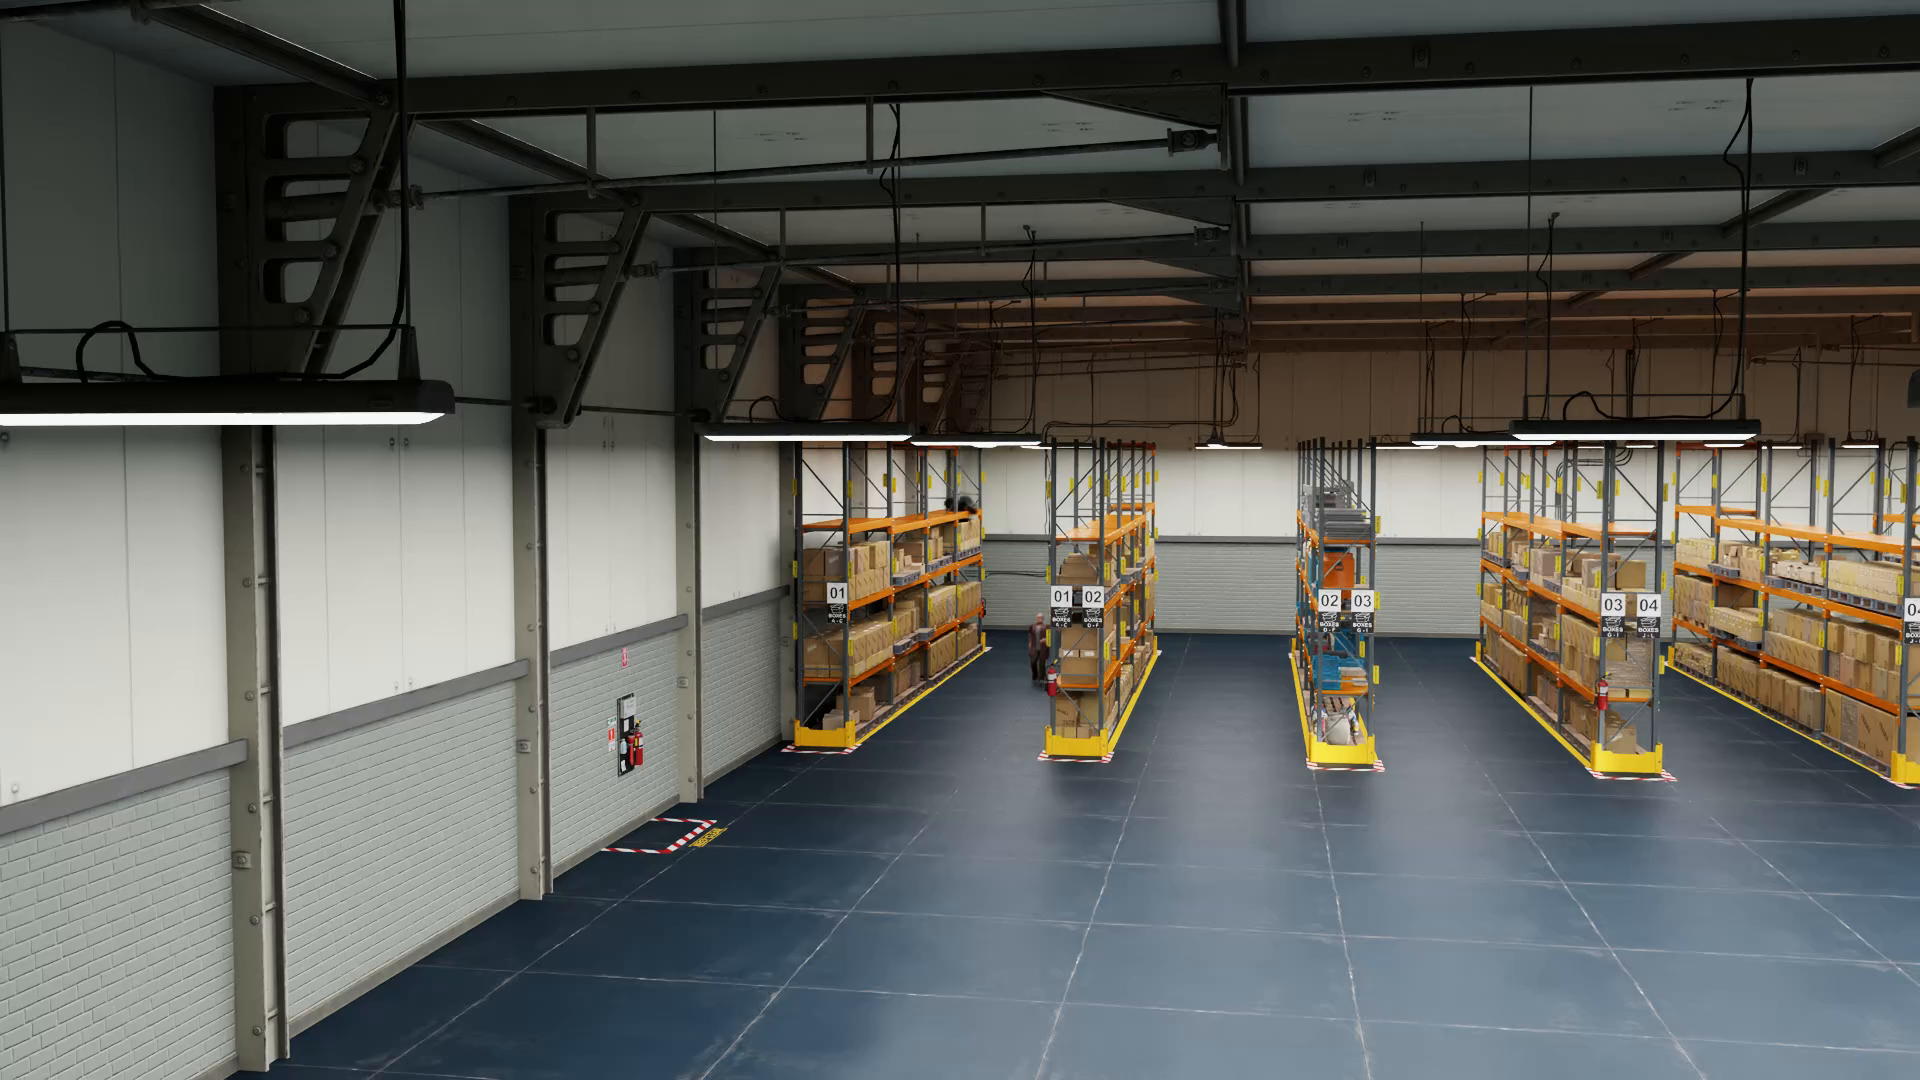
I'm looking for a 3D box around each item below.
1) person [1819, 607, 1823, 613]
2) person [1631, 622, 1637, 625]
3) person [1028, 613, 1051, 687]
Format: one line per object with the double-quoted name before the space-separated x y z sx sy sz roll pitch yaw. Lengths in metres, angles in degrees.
"person" 23.512 2.535 45.087 0.896 1.653 0.630 1 3 19
"person" 17.432 2.588 42.400 0.673 1.829 0.918 1 3 17
"person" 1.944 2.696 40.601 0.694 1.814 0.807 1 3 13
